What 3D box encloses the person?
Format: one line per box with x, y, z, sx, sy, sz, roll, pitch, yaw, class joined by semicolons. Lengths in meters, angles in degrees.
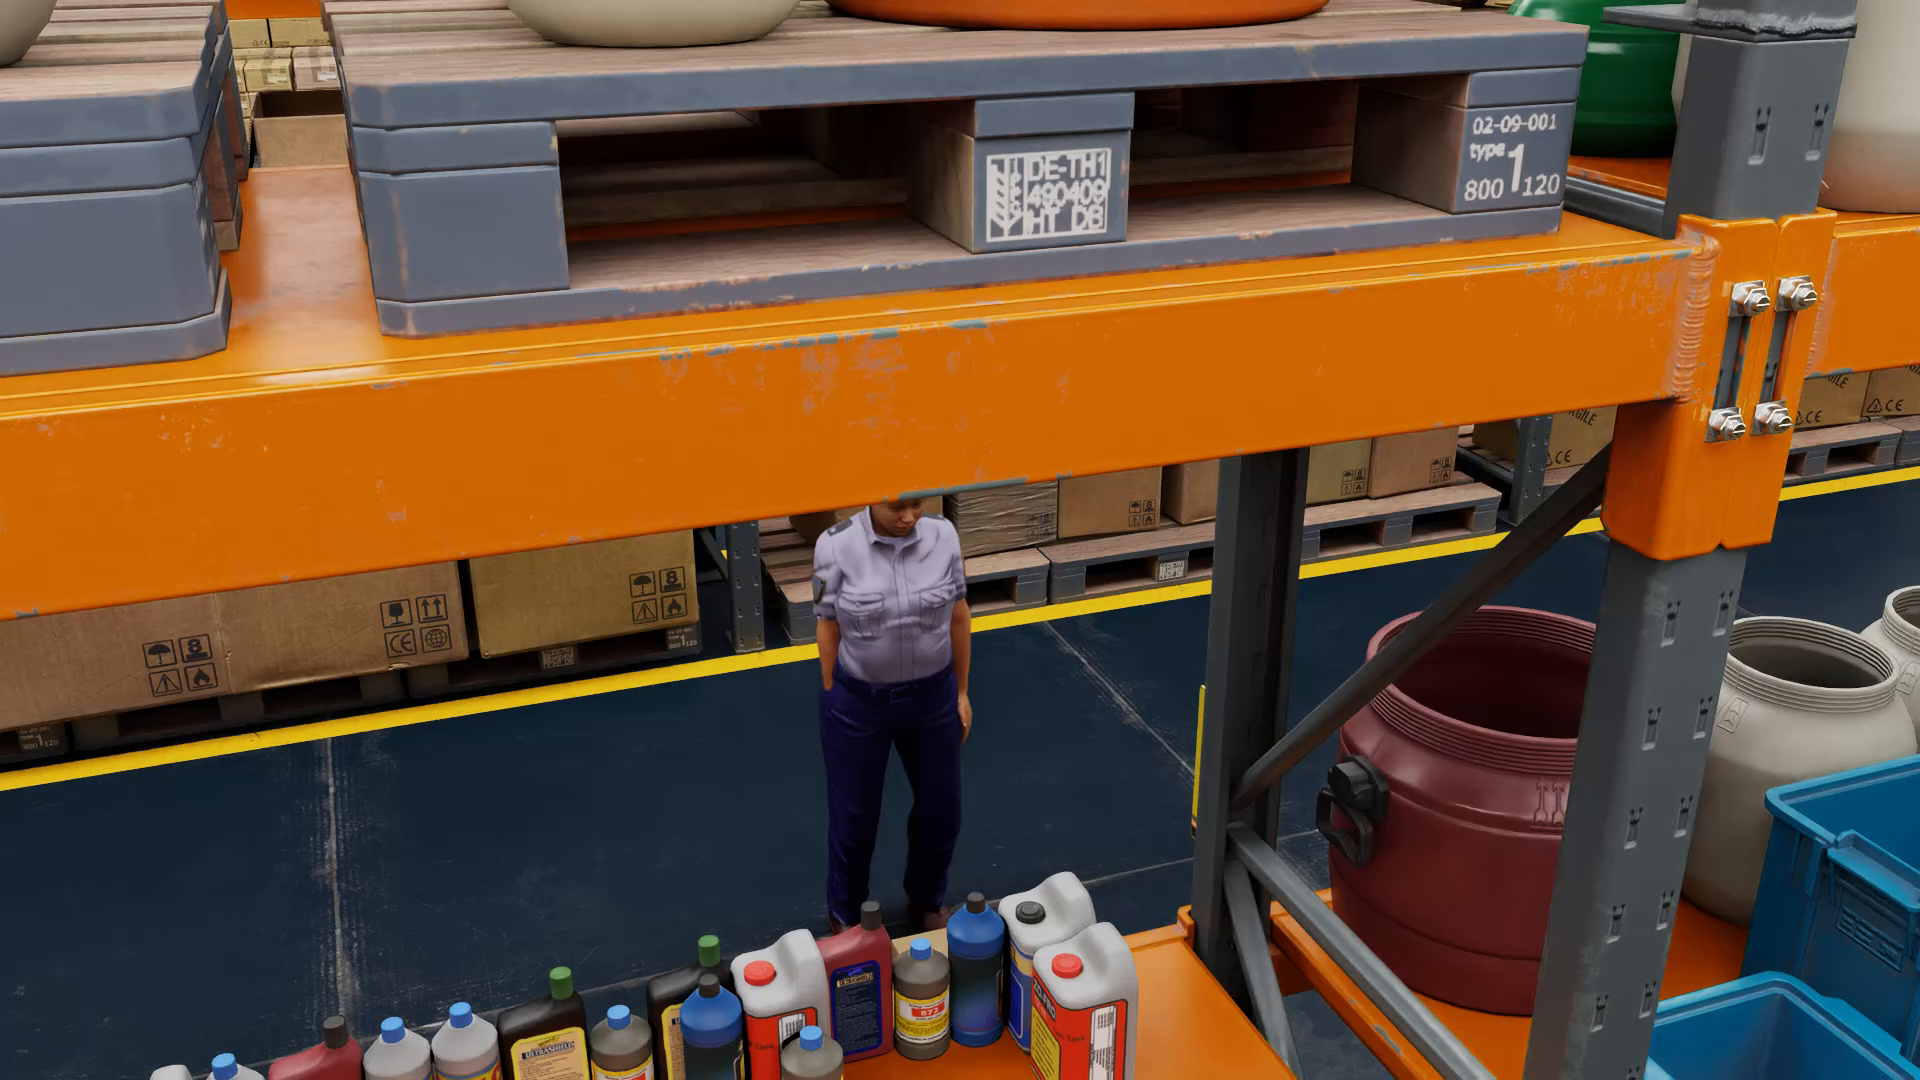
-0.190;0.490;4.961;0.472;1.640;0.339;-8;24;-18;person
